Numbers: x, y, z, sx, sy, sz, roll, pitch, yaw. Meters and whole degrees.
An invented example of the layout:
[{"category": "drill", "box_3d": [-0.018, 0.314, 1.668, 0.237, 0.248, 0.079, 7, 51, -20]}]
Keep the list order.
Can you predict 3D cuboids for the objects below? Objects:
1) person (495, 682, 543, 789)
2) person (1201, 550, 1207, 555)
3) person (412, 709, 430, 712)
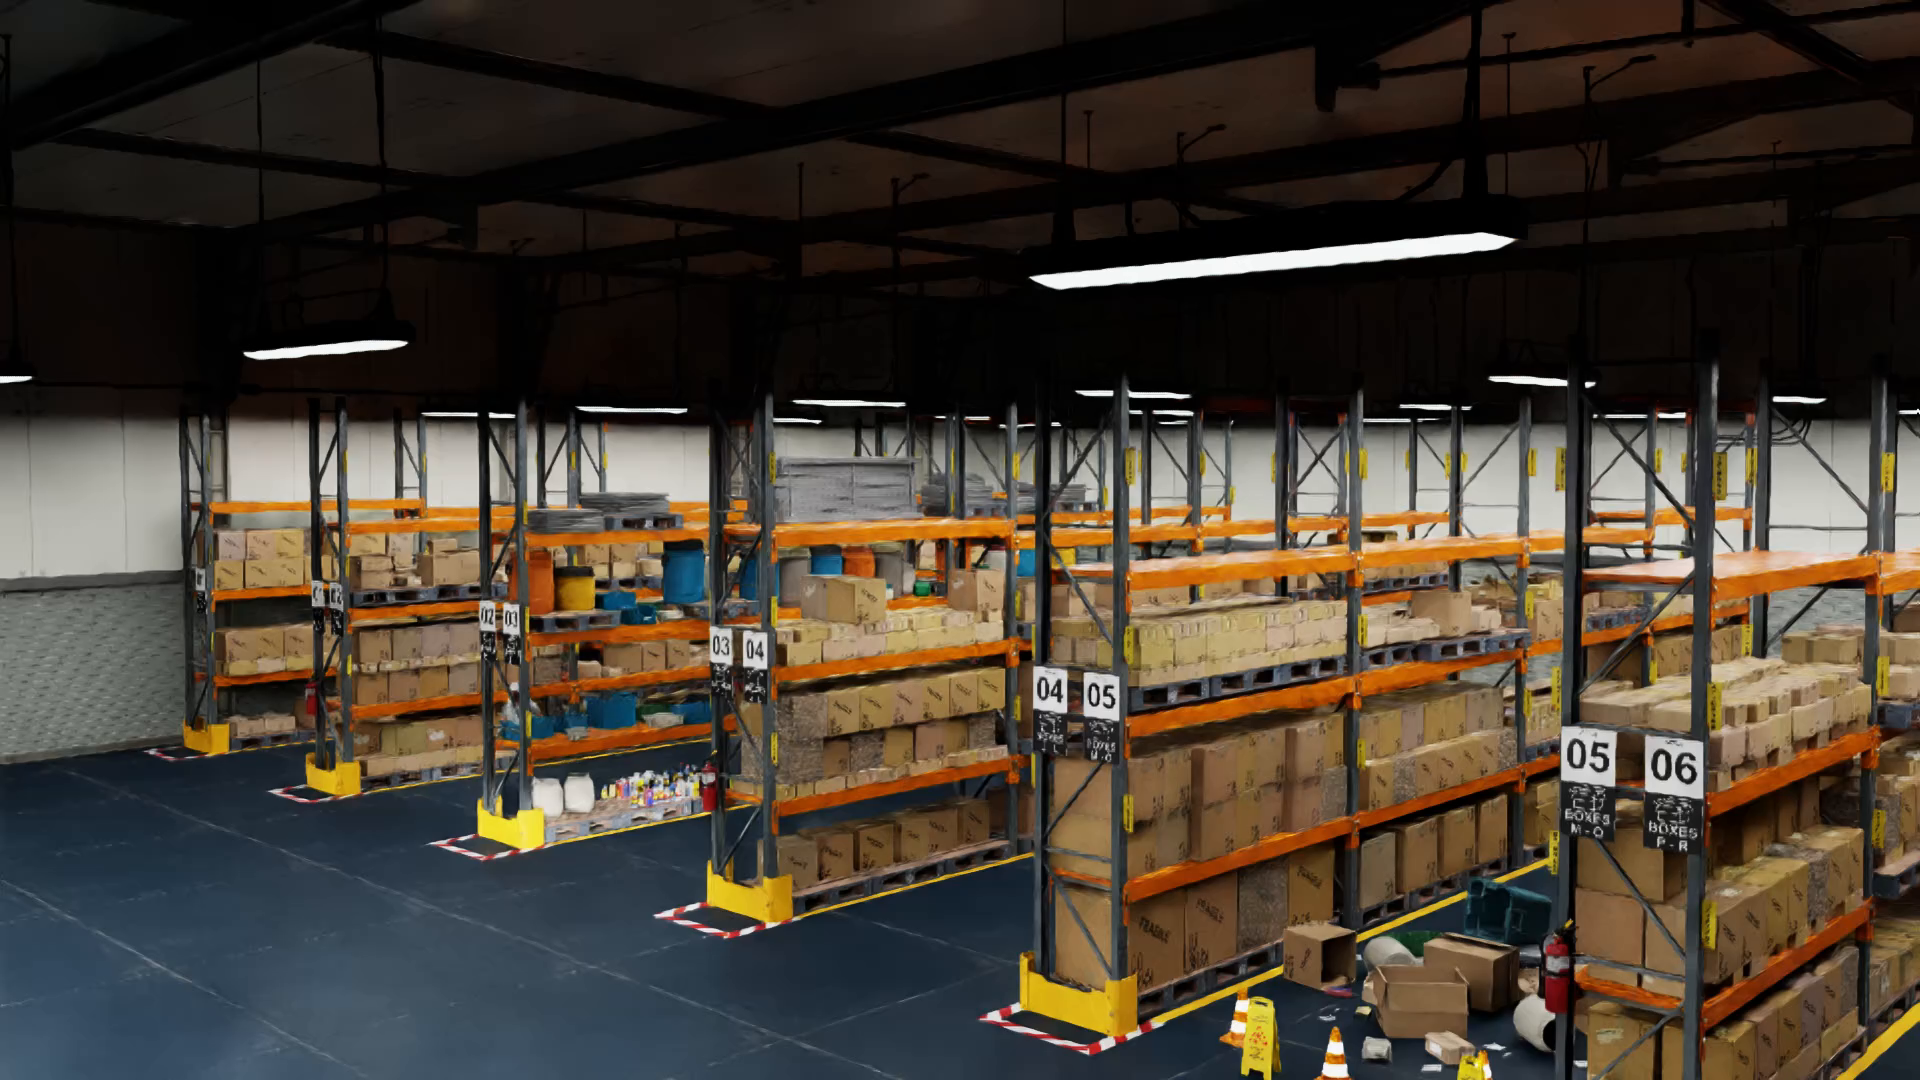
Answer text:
[{"category": "person", "box_3d": [-2.596, 2.849, 27.440, 5.808, 1.716, 8.582, 1, 3, 26]}, {"category": "person", "box_3d": [8.270, 2.107, 27.633, 0.667, 3.169, 14.622, -2, 3, -31]}, {"category": "person", "box_3d": [-9.766, 2.685, 30.171, 0.335, 1.607, 0.547, 1, 3, 17]}]
